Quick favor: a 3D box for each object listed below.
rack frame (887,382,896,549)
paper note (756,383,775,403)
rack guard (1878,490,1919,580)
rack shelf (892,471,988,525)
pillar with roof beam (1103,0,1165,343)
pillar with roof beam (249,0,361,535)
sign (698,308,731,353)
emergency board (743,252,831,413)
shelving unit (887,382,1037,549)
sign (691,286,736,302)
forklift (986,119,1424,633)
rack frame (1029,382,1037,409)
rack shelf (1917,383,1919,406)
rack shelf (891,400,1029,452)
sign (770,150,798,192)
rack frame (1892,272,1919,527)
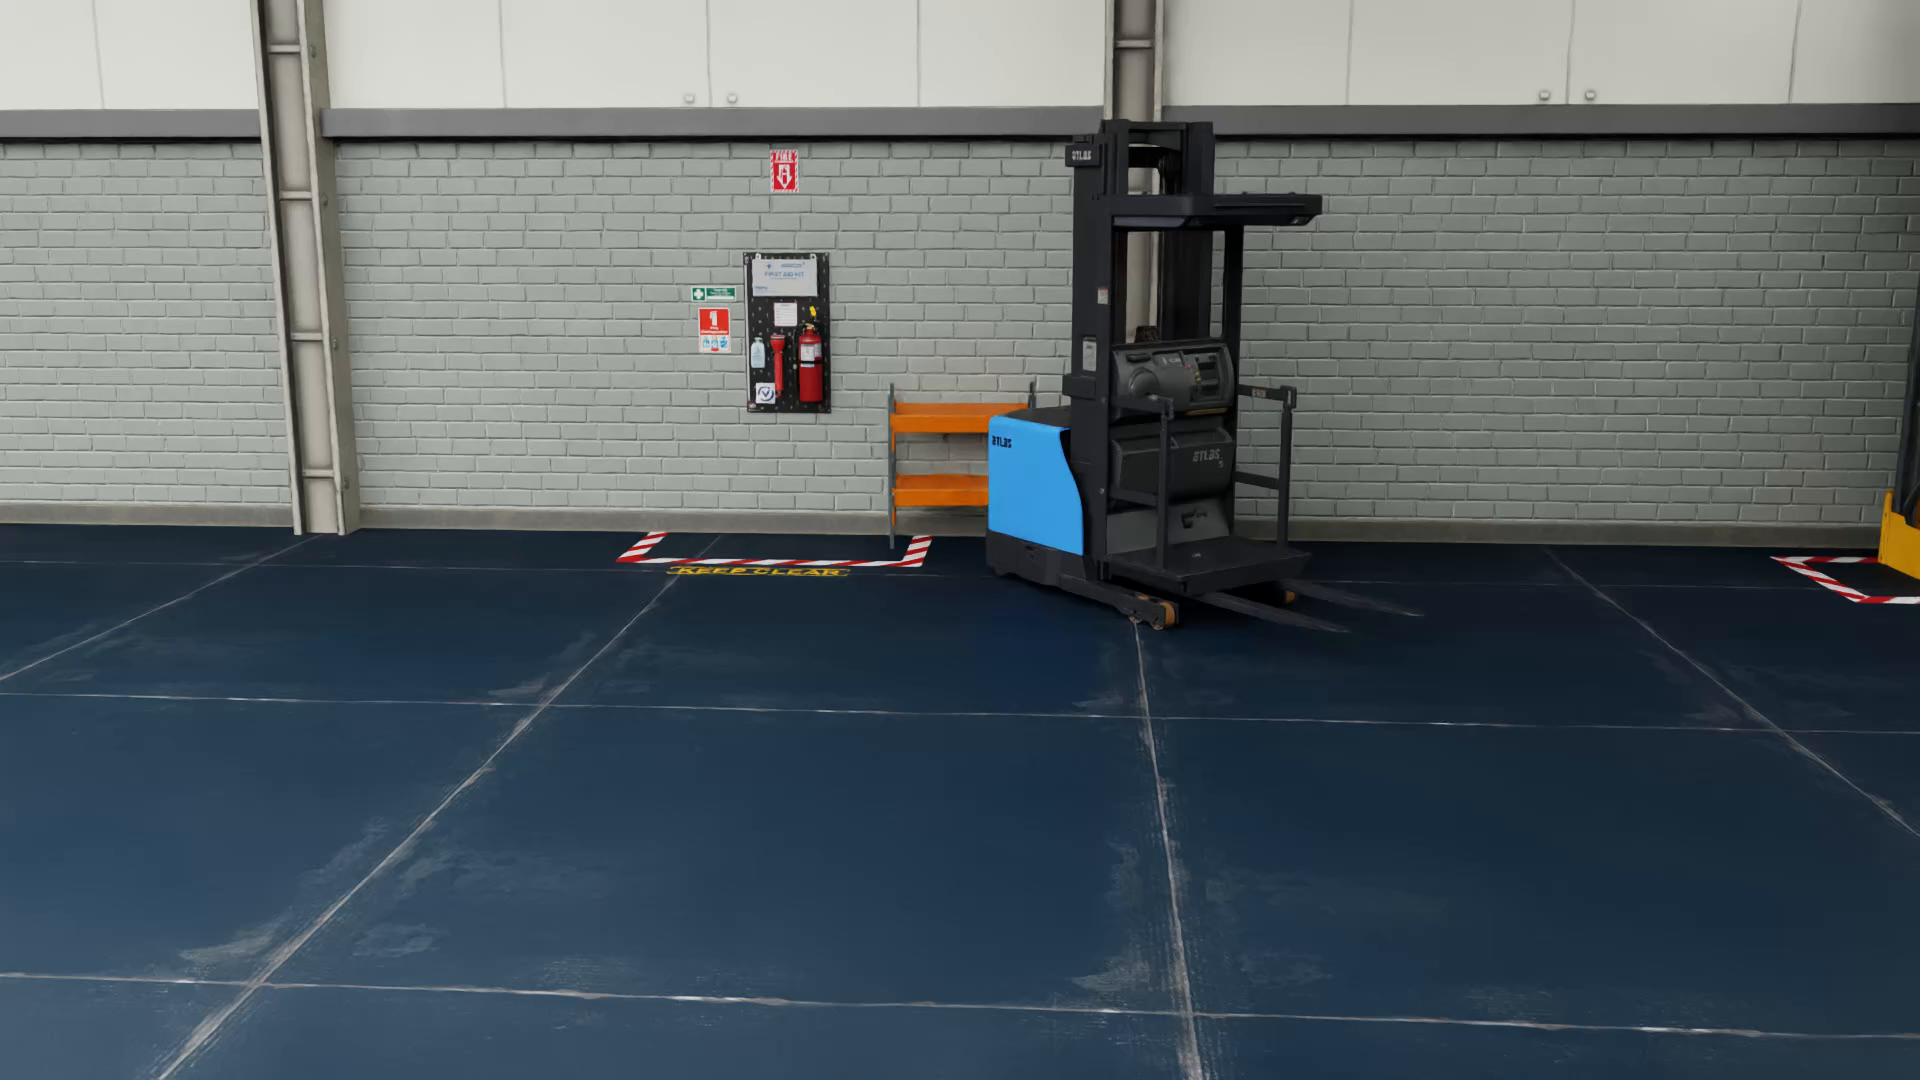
[{"bbox_3d":[-0.493,-0.543,12.058,0.032,1.125,0.500,0,15,0],"label":"rack frame"},{"bbox_3d":[-1.435,-1.083,12.271,0.142,0.148,0.016,1,12,4],"label":"paper note"},{"bbox_3d":[6.507,0.018,10.962,0.348,0.500,1.175,1,12,4],"label":"rack guard"},{"bbox_3d":[0.016,-0.308,12.123,1.000,0.278,0.538,0,15,0],"label":"rack shelf"},{"bbox_3d":[0.913,-3.513,7.084,0.400,9.000,9.100,1,12,4],"label":"pillar with roof beam"},{"bbox_3d":[-5.074,-3.595,7.477,0.400,9.000,9.100,1,12,4],"label":"pillar with roof beam"},{"bbox_3d":[-1.807,-1.544,12.235,0.234,0.329,0.001,1,12,4],"label":"sign"},{"bbox_3d":[-1.263,-1.498,12.102,0.643,1.169,0.194,1,12,4],"label":"emergency board"},{"bbox_3d":[0.015,-0.544,12.059,1.048,1.125,0.538,0,15,0],"label":"shelving unit"},{"bbox_3d":[-1.803,-1.801,12.172,0.331,0.109,0.001,1,12,4],"label":"sign"},{"bbox_3d":[1.430,-1.019,9.979,1.130,2.935,3.031,-8,14,-34],"label":"forklift"},{"bbox_3d":[0.523,-0.546,12.059,0.032,1.125,0.500,0,15,0],"label":"rack frame"},{"bbox_3d":[8.427,-0.827,10.654,4.000,0.370,1.077,1,12,4],"label":"rack shelf"},{"bbox_3d":[0.014,-0.826,11.981,1.000,0.278,0.538,0,15,0],"label":"rack shelf"},{"bbox_3d":[-1.264,-2.653,11.962,0.199,0.298,0.001,1,12,4],"label":"sign"},{"bbox_3d":[6.431,-1.207,10.711,0.127,3.000,1.000,1,12,4],"label":"rack frame"}]
